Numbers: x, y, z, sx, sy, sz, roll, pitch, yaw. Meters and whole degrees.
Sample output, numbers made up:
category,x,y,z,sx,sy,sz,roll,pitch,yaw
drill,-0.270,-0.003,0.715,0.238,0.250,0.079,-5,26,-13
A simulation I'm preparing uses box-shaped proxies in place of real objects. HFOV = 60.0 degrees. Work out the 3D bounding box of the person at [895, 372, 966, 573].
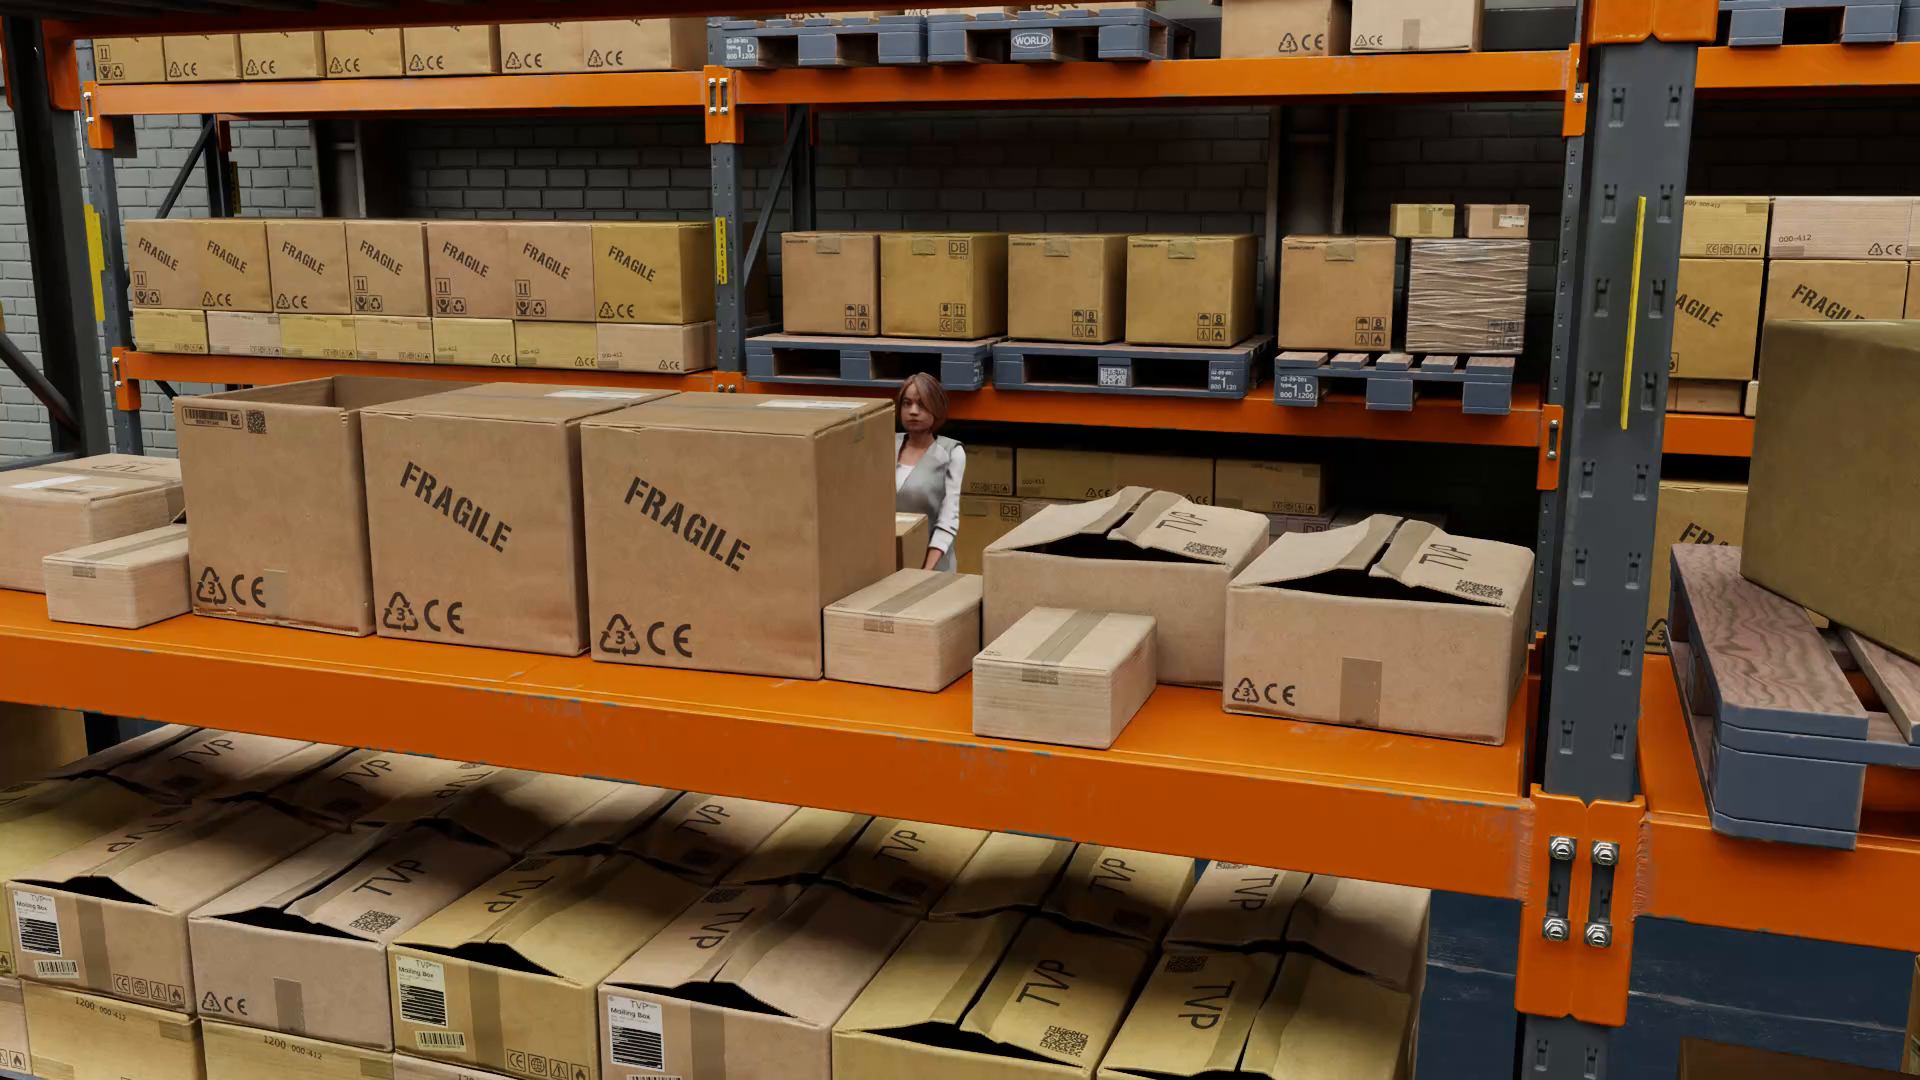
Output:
category,x,y,z,sx,sy,sz,roll,pitch,yaw
person,-0.204,0.193,6.099,0.405,1.589,0.498,4,13,19
